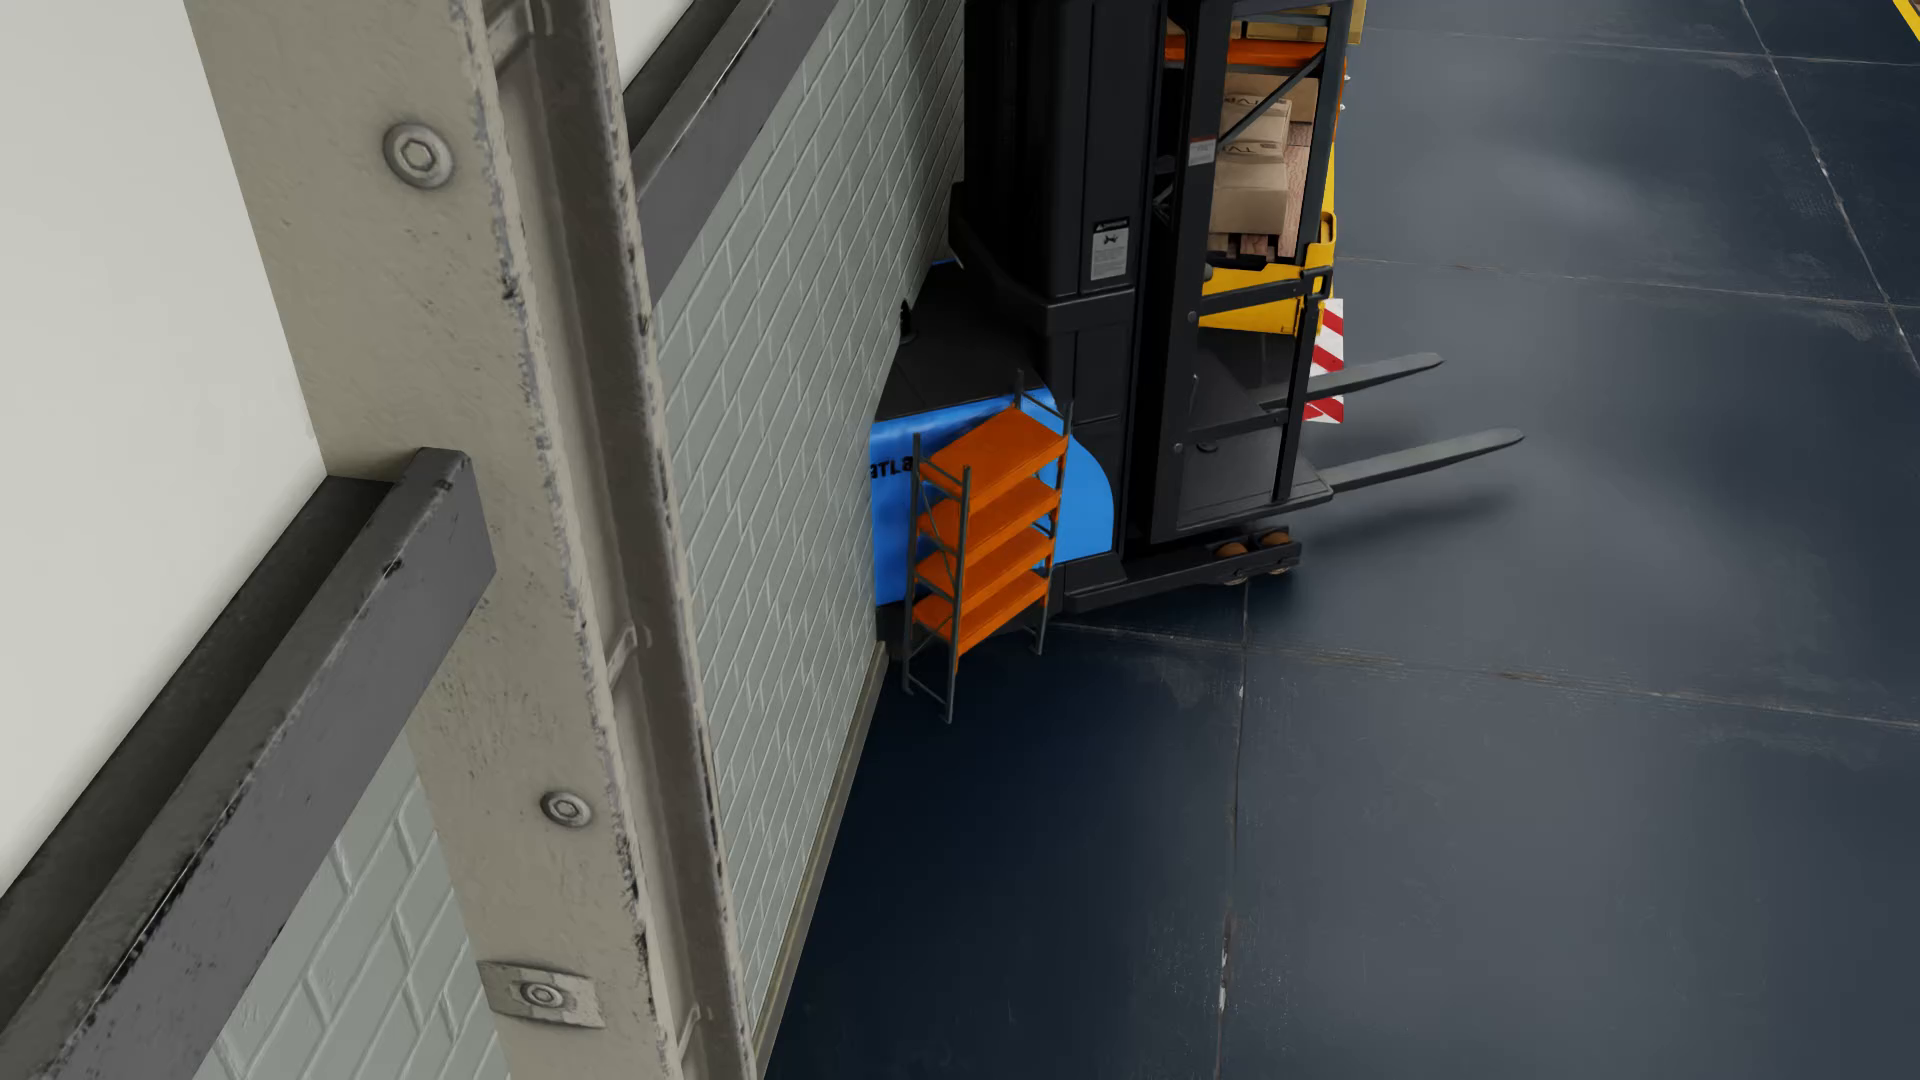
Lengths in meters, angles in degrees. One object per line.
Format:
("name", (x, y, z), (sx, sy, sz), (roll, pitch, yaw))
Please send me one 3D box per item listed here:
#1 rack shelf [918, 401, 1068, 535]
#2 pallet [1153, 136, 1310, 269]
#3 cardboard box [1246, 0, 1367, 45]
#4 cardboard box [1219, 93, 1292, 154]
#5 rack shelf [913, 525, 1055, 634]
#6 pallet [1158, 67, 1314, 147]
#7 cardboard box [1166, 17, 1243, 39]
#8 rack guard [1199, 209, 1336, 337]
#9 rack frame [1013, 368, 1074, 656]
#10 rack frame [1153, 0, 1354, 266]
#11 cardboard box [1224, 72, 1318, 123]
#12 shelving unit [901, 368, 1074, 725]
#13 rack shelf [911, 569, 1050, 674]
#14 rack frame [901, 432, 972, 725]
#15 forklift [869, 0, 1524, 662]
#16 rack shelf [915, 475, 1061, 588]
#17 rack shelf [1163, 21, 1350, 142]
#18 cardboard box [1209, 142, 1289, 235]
("rack shelf", (0.100, -0.242, 5.470), (0.258, 0.148, 0.480), (35, 51, 28))
("pallet", (1.343, -1.715, 8.659), (1.003, 0.211, 1.213), (6, 40, 8))
("cardboard box", (1.552, -2.458, 7.470), (0.500, 0.250, 0.500), (5, 40, 6))
("cardboard box", (1.462, -2.152, 8.764), (0.500, 0.311, 0.500), (10, 41, 11))
("rack shelf", (0.075, 0.094, 5.784), (0.258, 0.148, 0.480), (35, 51, 28))
("pallet", (1.557, -2.479, 9.583), (1.003, 0.211, 1.213), (6, 40, 8))
("cardboard box", (1.045, -2.501, 7.523), (0.500, 0.250, 0.500), (7, 40, 8))
("rack guard", (1.168, -1.321, 7.955), (1.175, 0.500, 0.348), (6, 40, 8))
("rack frame", (0.246, -0.069, 5.874), (0.240, 1.200, 0.015), (35, 51, 28))
("rack frame", (1.155, -2.236, 7.101), (1.000, 3.000, 0.127), (6, 40, 8))
("cardboard box", (1.638, -2.680, 9.253), (0.700, 0.500, 0.500), (4, 40, 5))
("shelving unit", (0.078, 0.045, 5.738), (0.258, 1.200, 0.503), (35, 51, 28))
("rack shelf", (0.064, 0.239, 5.919), (0.258, 0.148, 0.480), (35, 51, 28))
("rack frame", (-0.089, 0.159, 5.602), (0.240, 1.200, 0.015), (35, 51, 28))
("forklift", (0.816, -1.256, 5.969), (3.031, 2.935, 1.130), (-13, 41, -15))
("rack shelf", (0.087, -0.069, 5.631), (0.258, 0.148, 0.480), (35, 51, 28))
("rack shelf", (1.501, -3.214, 8.848), (1.077, 0.370, 4.000), (6, 40, 8))
("cardboard box", (1.363, -1.794, 8.331), (0.500, 0.311, 0.500), (2, 40, 3))
